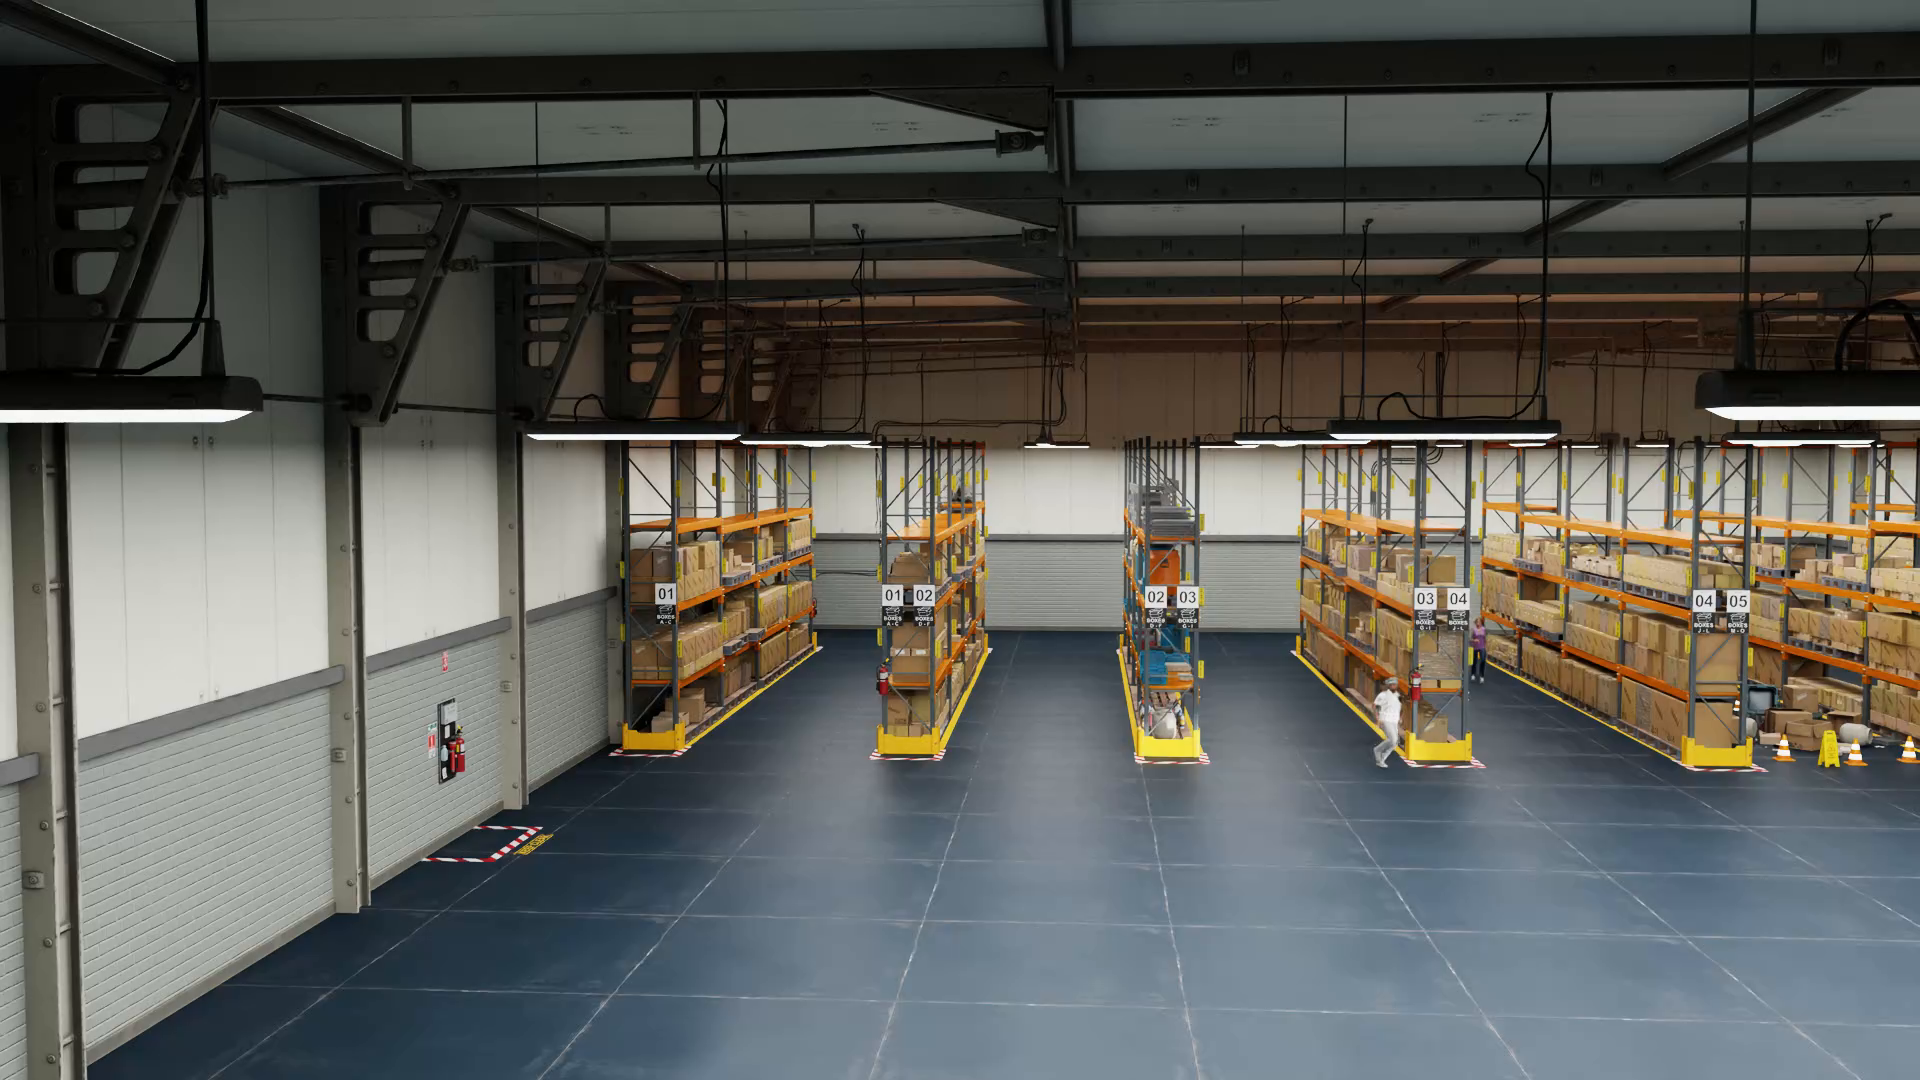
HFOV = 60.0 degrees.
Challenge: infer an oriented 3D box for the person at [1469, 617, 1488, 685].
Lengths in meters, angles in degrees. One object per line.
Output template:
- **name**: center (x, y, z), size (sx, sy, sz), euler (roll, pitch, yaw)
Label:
- **person**: center (12.787, 2.722, 41.019), size (0.527, 1.638, 0.740), euler (0, 3, 8)

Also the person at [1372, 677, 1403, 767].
- **person**: center (7.820, 3.290, 30.075), size (0.566, 1.625, 0.493), euler (-1, 3, -25)
